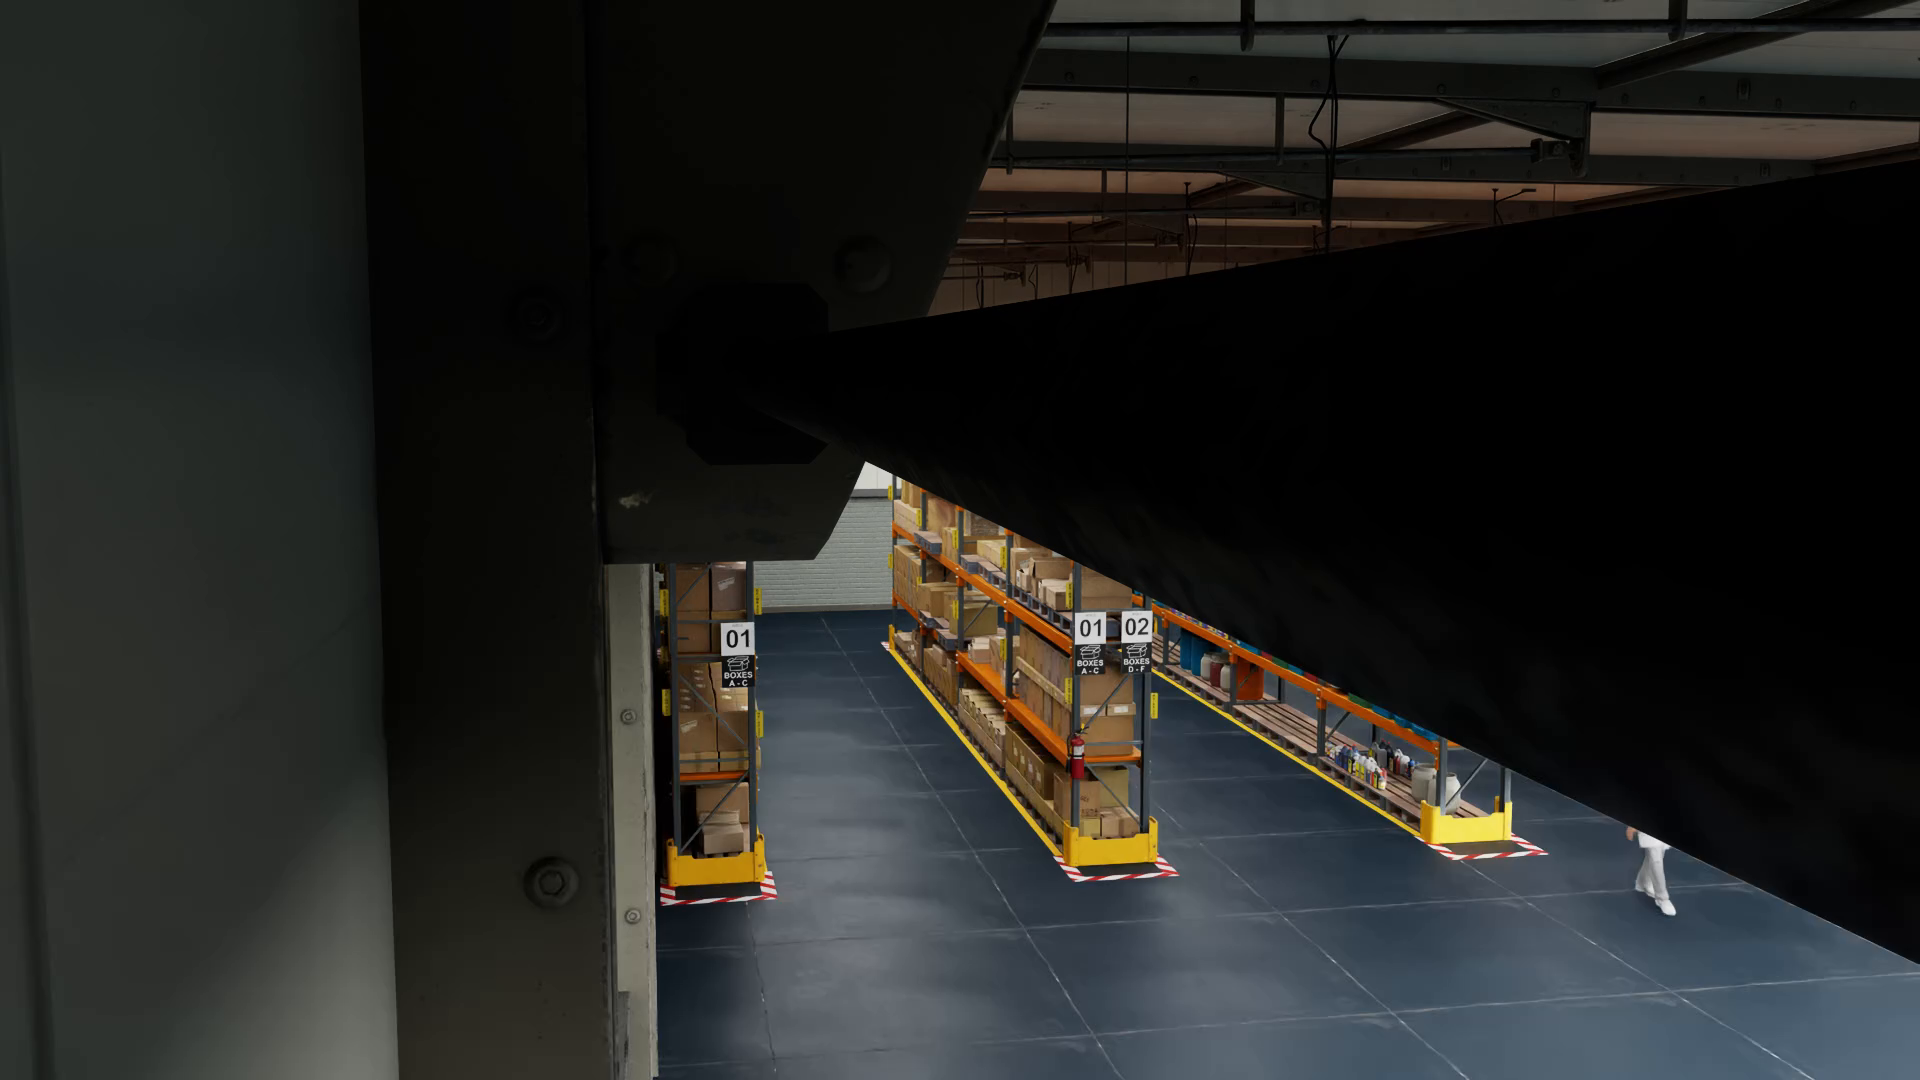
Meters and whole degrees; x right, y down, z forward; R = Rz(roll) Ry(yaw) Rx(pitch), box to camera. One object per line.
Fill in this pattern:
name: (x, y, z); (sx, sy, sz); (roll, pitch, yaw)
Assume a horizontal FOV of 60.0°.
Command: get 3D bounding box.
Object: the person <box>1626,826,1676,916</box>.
person: (8.125, 3.359, 19.294); (0.608, 1.758, 0.909); (-1, 6, -12)
